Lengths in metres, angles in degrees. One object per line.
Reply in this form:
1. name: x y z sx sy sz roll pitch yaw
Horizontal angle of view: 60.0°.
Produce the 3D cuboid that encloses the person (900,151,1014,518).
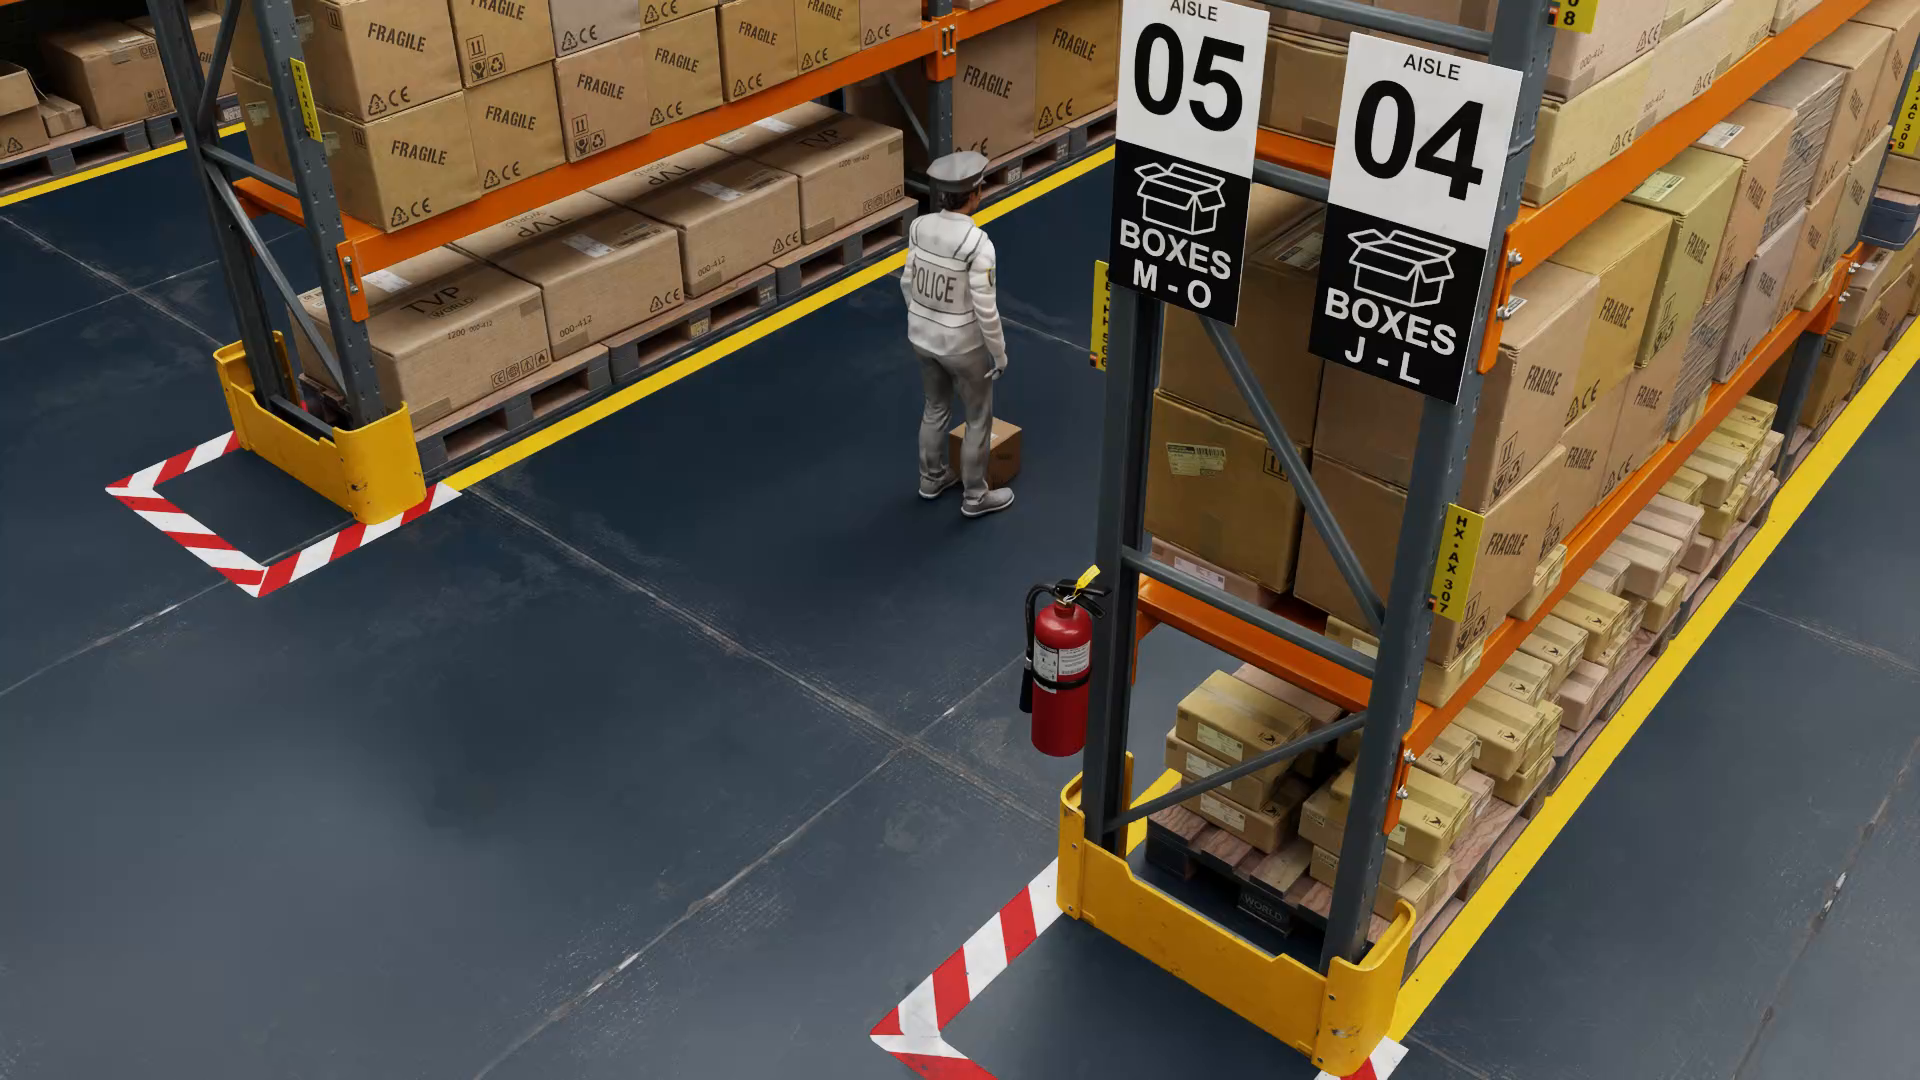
1. person: -0.025 -0.885 7.396 0.529 1.663 0.371 26 43 32
